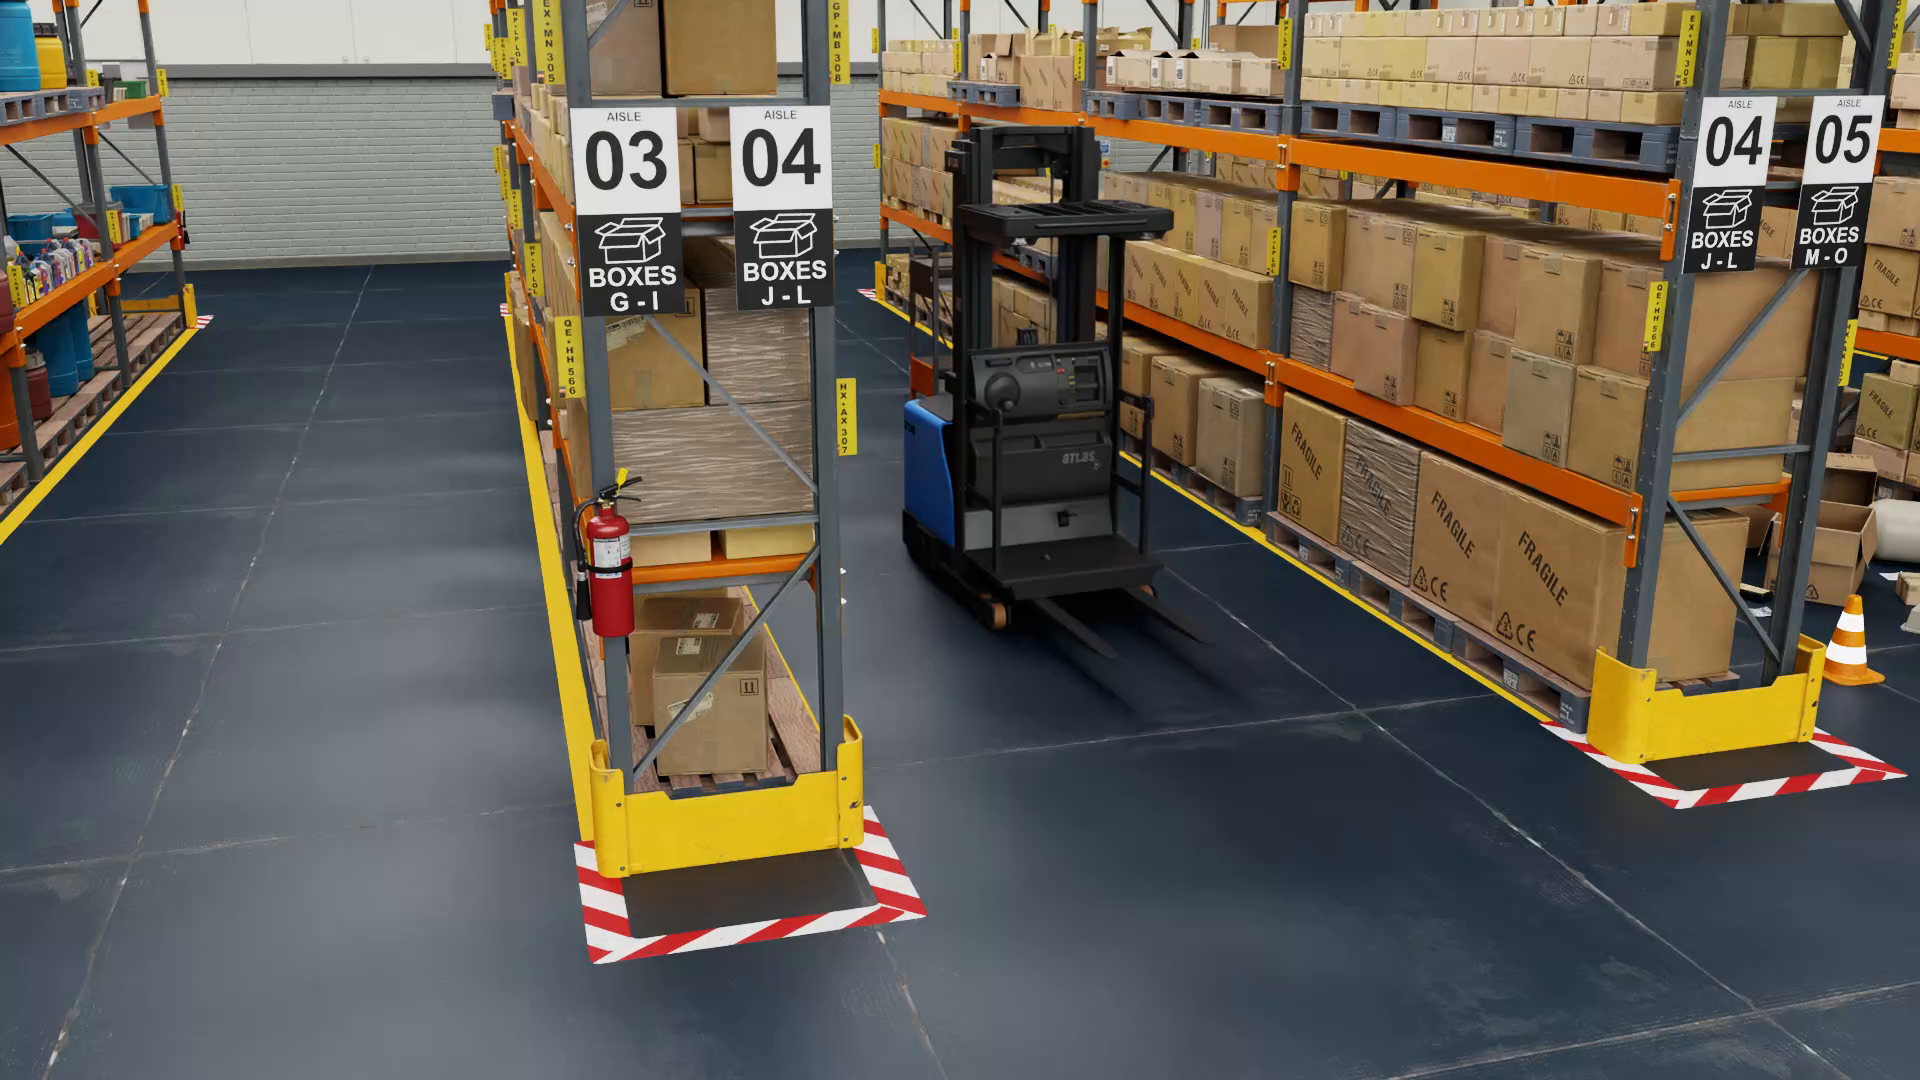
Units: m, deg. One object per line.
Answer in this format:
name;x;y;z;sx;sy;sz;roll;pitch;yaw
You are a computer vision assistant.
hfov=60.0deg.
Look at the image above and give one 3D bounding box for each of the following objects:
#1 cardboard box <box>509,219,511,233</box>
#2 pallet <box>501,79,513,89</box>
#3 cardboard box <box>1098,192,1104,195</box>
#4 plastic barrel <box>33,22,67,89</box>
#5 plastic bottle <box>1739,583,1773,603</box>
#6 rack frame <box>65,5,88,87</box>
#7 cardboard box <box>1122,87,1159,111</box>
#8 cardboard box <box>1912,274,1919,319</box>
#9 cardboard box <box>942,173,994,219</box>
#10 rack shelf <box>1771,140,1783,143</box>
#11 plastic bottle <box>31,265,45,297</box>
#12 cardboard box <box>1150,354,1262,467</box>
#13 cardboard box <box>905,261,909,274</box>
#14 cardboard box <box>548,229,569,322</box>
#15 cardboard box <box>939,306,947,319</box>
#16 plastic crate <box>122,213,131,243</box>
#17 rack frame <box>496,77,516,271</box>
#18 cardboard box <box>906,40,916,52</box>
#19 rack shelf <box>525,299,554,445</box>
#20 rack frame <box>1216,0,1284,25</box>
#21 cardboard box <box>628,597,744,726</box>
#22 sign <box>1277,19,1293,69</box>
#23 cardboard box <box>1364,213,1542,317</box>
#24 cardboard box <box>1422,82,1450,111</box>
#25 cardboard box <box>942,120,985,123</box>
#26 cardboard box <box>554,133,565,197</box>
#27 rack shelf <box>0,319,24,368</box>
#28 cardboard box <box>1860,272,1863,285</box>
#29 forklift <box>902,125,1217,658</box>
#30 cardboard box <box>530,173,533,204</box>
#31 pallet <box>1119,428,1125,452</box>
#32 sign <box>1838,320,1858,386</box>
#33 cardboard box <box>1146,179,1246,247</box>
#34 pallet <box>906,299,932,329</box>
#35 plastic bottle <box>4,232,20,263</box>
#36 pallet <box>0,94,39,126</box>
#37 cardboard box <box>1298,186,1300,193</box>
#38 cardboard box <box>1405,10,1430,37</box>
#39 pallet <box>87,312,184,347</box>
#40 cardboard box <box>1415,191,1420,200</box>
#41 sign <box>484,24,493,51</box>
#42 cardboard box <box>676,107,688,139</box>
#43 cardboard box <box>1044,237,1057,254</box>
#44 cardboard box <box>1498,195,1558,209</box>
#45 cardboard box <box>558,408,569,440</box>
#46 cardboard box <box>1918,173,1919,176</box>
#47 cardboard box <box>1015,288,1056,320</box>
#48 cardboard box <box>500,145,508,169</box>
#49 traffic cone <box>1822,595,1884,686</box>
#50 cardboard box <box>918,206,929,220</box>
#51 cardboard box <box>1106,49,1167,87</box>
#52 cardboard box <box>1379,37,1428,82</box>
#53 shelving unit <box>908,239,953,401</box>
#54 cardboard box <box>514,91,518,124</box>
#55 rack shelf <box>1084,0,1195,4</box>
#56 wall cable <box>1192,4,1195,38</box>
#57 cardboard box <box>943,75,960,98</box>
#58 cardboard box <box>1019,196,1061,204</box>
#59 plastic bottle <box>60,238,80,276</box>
cardboard box;-5.054;-3.668;19.387;0.380;0.149;0.250;-5;17;-16
pallet;-4.517;-4.996;18.310;1.003;0.211;1.213;-5;17;-15
cardboard box;1.365;-3.432;16.835;0.380;0.149;0.250;-4;17;-13
plastic barrel;-8.618;-4.475;15.363;0.600;0.588;0.600;0;17;0
plastic bottle;5.079;0.333;10.737;0.133;0.061;0.283;-12;20;-34
rack frame;-9.064;-5.856;15.806;1.000;3.000;0.127;-5;17;-15
cardboard box;1.693;-4.296;15.652;0.500;0.500;0.500;-5;17;-15
cardboard box;7.438;-1.855;12.223;0.500;0.500;0.500;-5;17;-15
cardboard box;0.090;-4.041;19.499;0.500;0.500;0.500;-5;17;-15
rack shelf;6.875;-3.591;14.728;1.077;0.370;4.000;-5;17;-15
plastic bottle;-8.032;-2.250;14.453;0.097;0.271;0.097;0;17;0
cardboard box;2.175;-1.082;13.519;1.050;0.750;0.750;-5;17;-15
cardboard box;-0.502;-3.586;21.866;0.380;0.149;0.250;-6;18;-18
cardboard box;-1.948;-1.410;9.003;0.500;0.500;0.500;-5;17;-15
cardboard box;-0.066;-2.803;20.294;0.380;0.149;0.250;-5;18;-17
plastic crate;-9.307;-3.392;18.132;0.437;0.282;0.530;-5;17;-15
rack frame;-5.401;-4.481;21.656;1.000;3.000;0.127;-5;17;-15
cardboard box;-0.458;-6.169;20.761;0.380;0.149;0.250;-4;17;-14
rack shelf;-2.653;-1.371;12.551;1.077;0.370;4.000;-5;17;-15
rack frame;4.127;-8.138;23.402;1.000;3.000;0.127;-5;17;-15
cardboard box;-1.357;0.604;8.343;0.500;0.500;0.500;0;17;-1
sign;2.174;-3.315;11.116;0.100;0.325;0.005;-5;17;-15
cardboard box;3.041;-1.707;10.284;0.875;0.550;0.550;-5;17;-15
cardboard box;2.885;-2.543;9.523;0.380;0.149;0.250;-4;17;-15
cardboard box;0.051;-5.124;21.369;0.500;0.500;0.500;-4;17;-12
cardboard box;-1.521;-1.671;7.349;0.500;0.250;0.500;-5;17;-15
rack shelf;-7.415;-0.979;11.248;1.077;0.370;4.000;-5;17;-15
cardboard box;7.577;-2.204;13.782;0.380;0.149;0.250;-4;17;-14
forklift;0.590;-0.992;10.160;1.130;2.935;3.031;-6;18;-20
cardboard box;-3.941;-3.536;16.593;0.797;0.503;0.637;-5;17;-15
pallet;1.738;-1.073;15.157;1.003;0.211;1.213;-5;17;-15
sign;4.328;-0.914;8.140;0.100;0.325;0.005;-5;17;-15
cardboard box;1.991;-2.753;13.990;0.700;0.500;0.500;-5;17;-16
pallet;-0.063;-2.925;21.321;1.003;0.211;1.213;-5;17;-15
plastic bottle;-9.268;-2.825;16.230;0.144;0.351;0.185;-5;17;-15
pallet;-8.081;-3.442;13.312;1.003;0.211;1.213;-5;17;-15
cardboard box;4.554;-4.594;21.858;0.500;0.500;0.500;-5;17;-16
cardboard box;2.818;-2.994;9.637;0.380;0.149;0.250;-5;17;-15
pallet;-9.974;-2.523;19.984;1.003;0.211;1.213;-5;17;-15
cardboard box;5.360;-3.898;19.107;0.500;0.250;0.500;-4;17;-15
sign;-5.936;-6.332;20.947;0.100;0.325;0.005;-5;17;-15
cardboard box;-1.339;-1.745;6.900;0.380;0.149;0.250;-5;18;-17
cardboard box;1.017;-2.813;15.811;0.380;0.149;0.250;-4;17;-14
cardboard box;5.932;-3.701;17.147;0.500;0.500;0.500;-5;17;-17
cardboard box;-2.075;-0.680;9.440;0.380;0.149;0.250;-5;17;-15
cardboard box;11.106;-3.849;18.648;0.500;0.500;0.500;-4;17;-13
cardboard box;0.880;-2.445;17.188;0.500;0.250;0.500;-4;17;-14
cardboard box;-5.391;-4.619;20.554;0.500;0.500;0.500;-5;17;-17
traffic cone;5.012;0.536;9.363;0.336;0.463;0.334;-5;17;-15
cardboard box;-0.307;-4.106;20.844;0.380;0.149;0.250;-4;17;-14
cardboard box;1.582;-4.058;14.284;0.500;0.311;0.500;-5;17;-15
cardboard box;2.838;-2.846;9.838;0.500;0.250;0.500;-5;17;-16
shelving unit;-0.081;-1.067;11.854;0.431;2.100;0.503;-6;18;-20
cardboard box;-3.318;-3.483;13.380;0.500;0.250;0.500;-4;17;-14
rack shelf;2.144;-4.416;12.958;1.077;0.370;4.000;-5;17;-15
wall cable;3.017;-9.748;28.761;2.355;3.000;0.029;-5;17;-15
cardboard box;0.100;-5.218;19.156;0.500;0.250;0.500;-4;17;-14
cardboard box;0.803;-3.313;16.441;0.380;0.149;0.250;-4;17;-14
plastic bottle;-8.446;-2.680;15.746;0.144;0.351;0.185;-5;17;-15
